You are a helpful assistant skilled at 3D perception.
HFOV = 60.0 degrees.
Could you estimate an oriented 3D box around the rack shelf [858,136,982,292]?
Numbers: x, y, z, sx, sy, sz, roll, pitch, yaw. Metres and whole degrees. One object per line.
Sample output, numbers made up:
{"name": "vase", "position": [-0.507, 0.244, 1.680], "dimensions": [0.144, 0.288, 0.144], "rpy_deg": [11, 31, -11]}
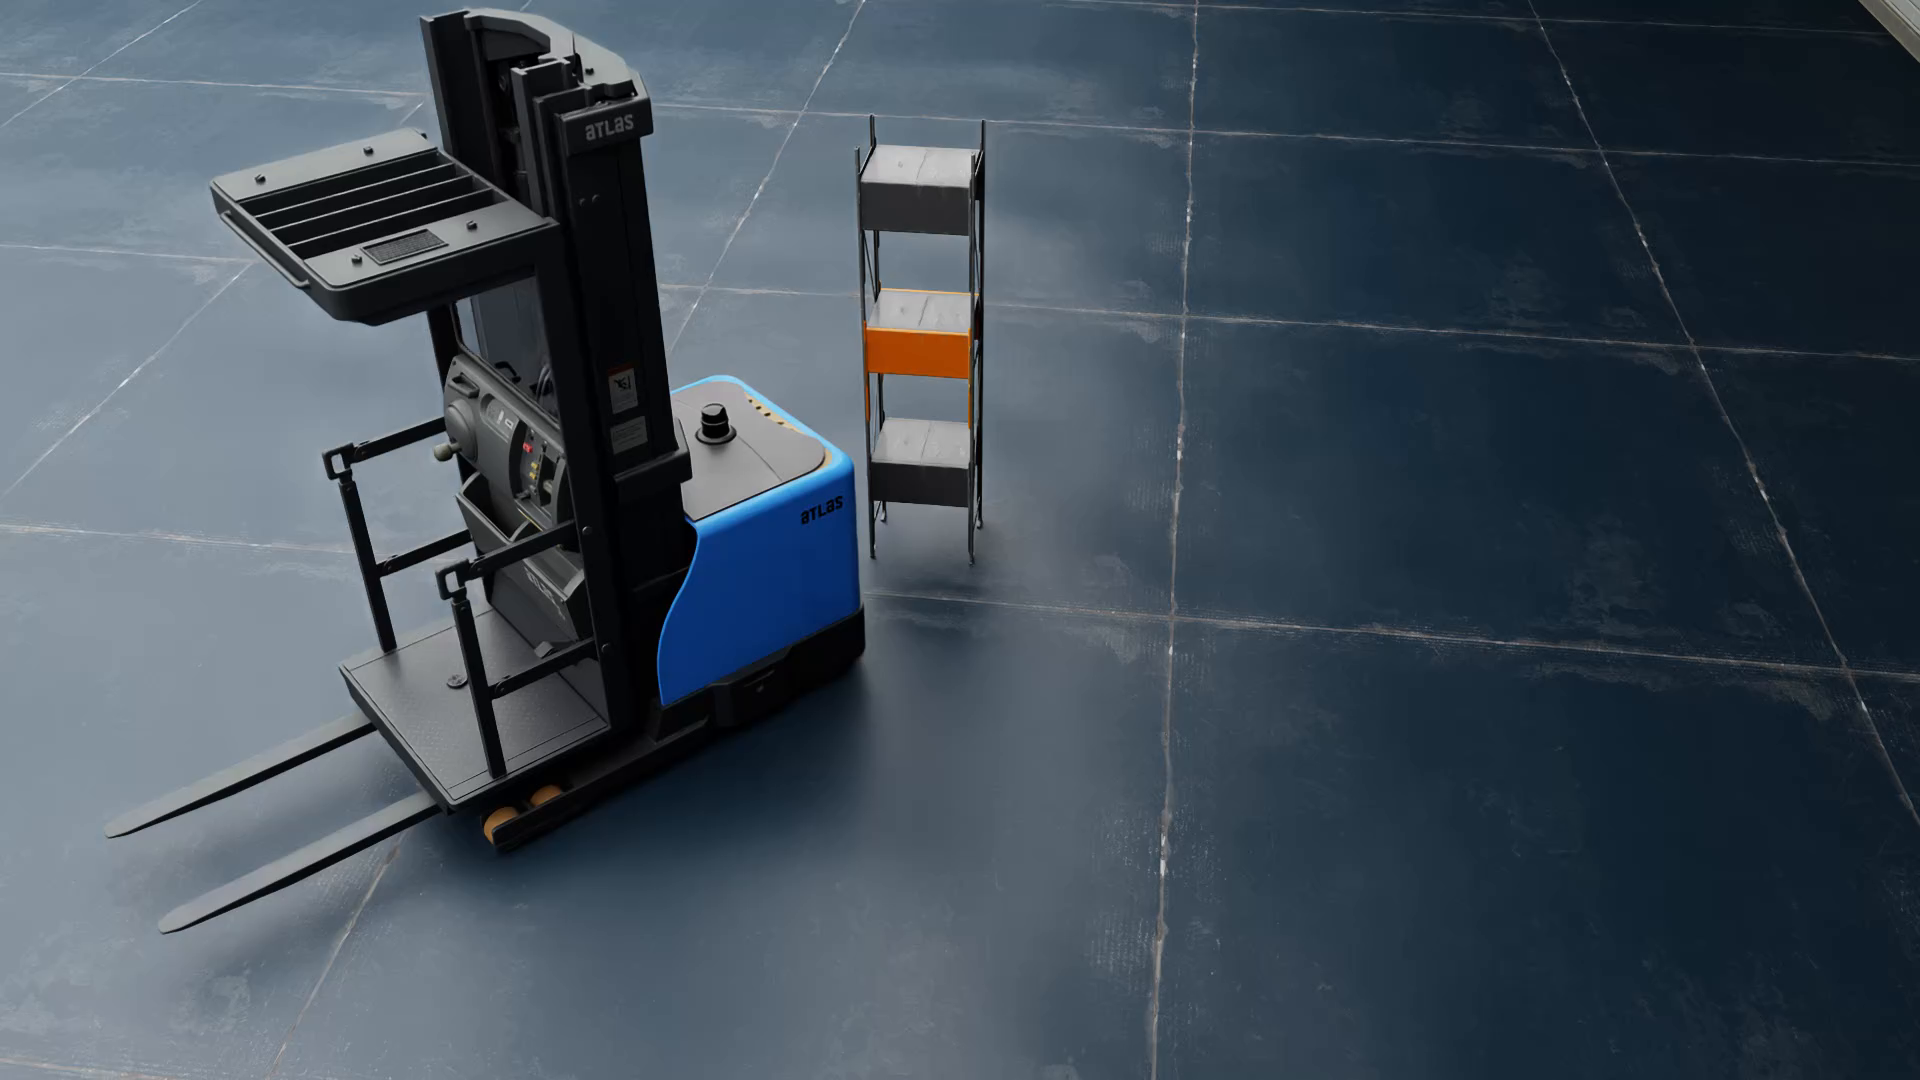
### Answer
{"name": "rack shelf", "position": [-0.164, -1.426, 7.258], "dimensions": [0.480, 0.518, 0.431], "rpy_deg": [4, 36, 6]}

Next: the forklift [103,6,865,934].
{"name": "forklift", "position": [-1.882, -0.322, 6.179], "dimensions": [3.031, 2.935, 1.130], "rpy_deg": [-26, 43, -31]}

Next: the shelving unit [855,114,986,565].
{"name": "shelving unit", "position": [-0.164, -0.867, 7.657], "dimensions": [0.503, 2.100, 0.431], "rpy_deg": [4, 36, 6]}

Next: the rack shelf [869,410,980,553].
{"name": "rack shelf", "position": [-0.164, -0.286, 8.072], "dimensions": [0.480, 0.518, 0.431], "rpy_deg": [4, 36, 6]}

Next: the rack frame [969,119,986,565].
{"name": "rack frame", "position": [0.078, -0.849, 7.632], "dimensions": [0.015, 2.100, 0.400], "rpy_deg": [4, 36, 6]}

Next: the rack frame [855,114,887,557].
{"name": "rack frame", "position": [-0.406, -0.885, 7.683], "dimensions": [0.015, 2.100, 0.400], "rpy_deg": [4, 36, 6]}

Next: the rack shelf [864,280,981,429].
{"name": "rack shelf", "position": [-0.164, -0.856, 7.665], "dimensions": [0.480, 0.518, 0.431], "rpy_deg": [4, 36, 6]}
